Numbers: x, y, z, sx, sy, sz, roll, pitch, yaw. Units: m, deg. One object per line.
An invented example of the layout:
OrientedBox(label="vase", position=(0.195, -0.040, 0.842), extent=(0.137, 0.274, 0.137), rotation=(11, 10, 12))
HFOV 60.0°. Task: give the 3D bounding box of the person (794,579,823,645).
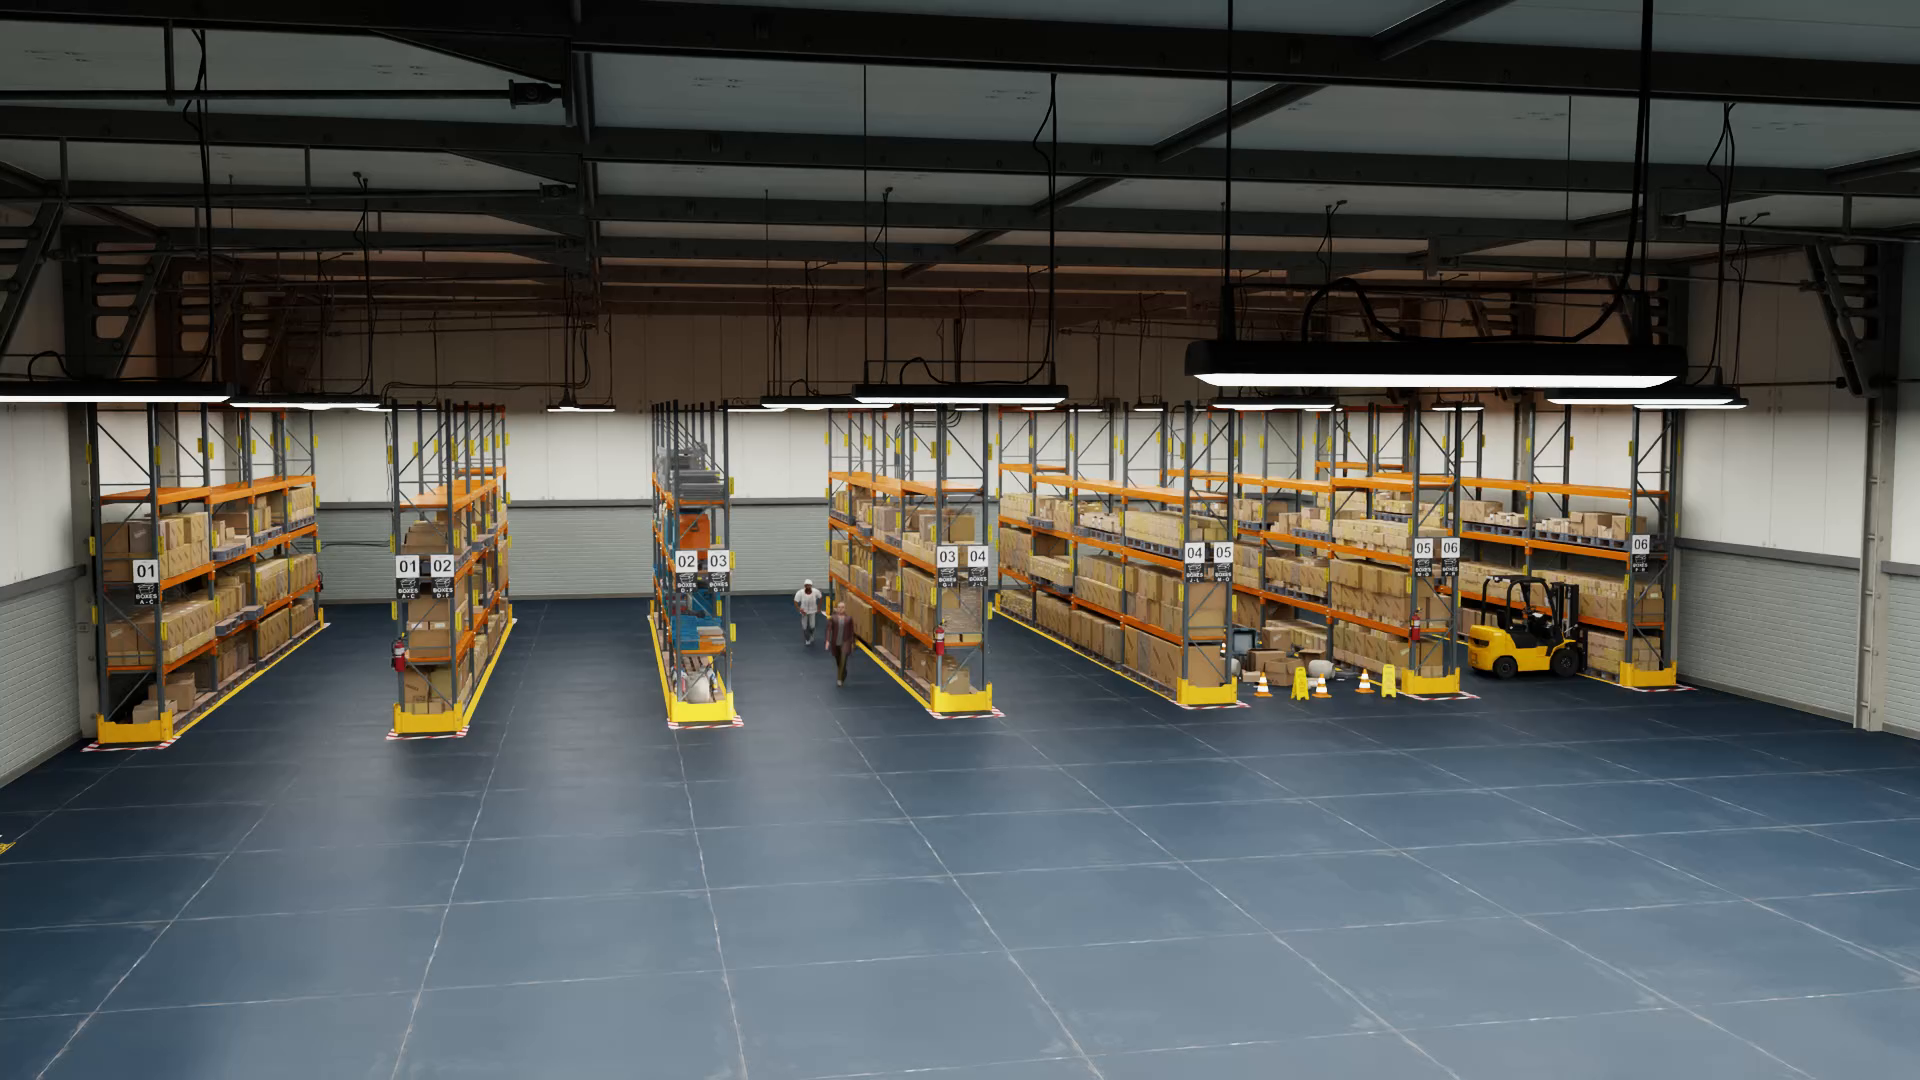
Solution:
OrientedBox(label="person", position=(-3.763, 1.786, 41.210), extent=(0.696, 1.667, 0.690), rotation=(0, 4, -4))

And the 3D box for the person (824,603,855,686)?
OrientedBox(label="person", position=(-2.559, 2.192, 35.180), extent=(0.576, 1.721, 1.121), rotation=(1, 4, 12))
